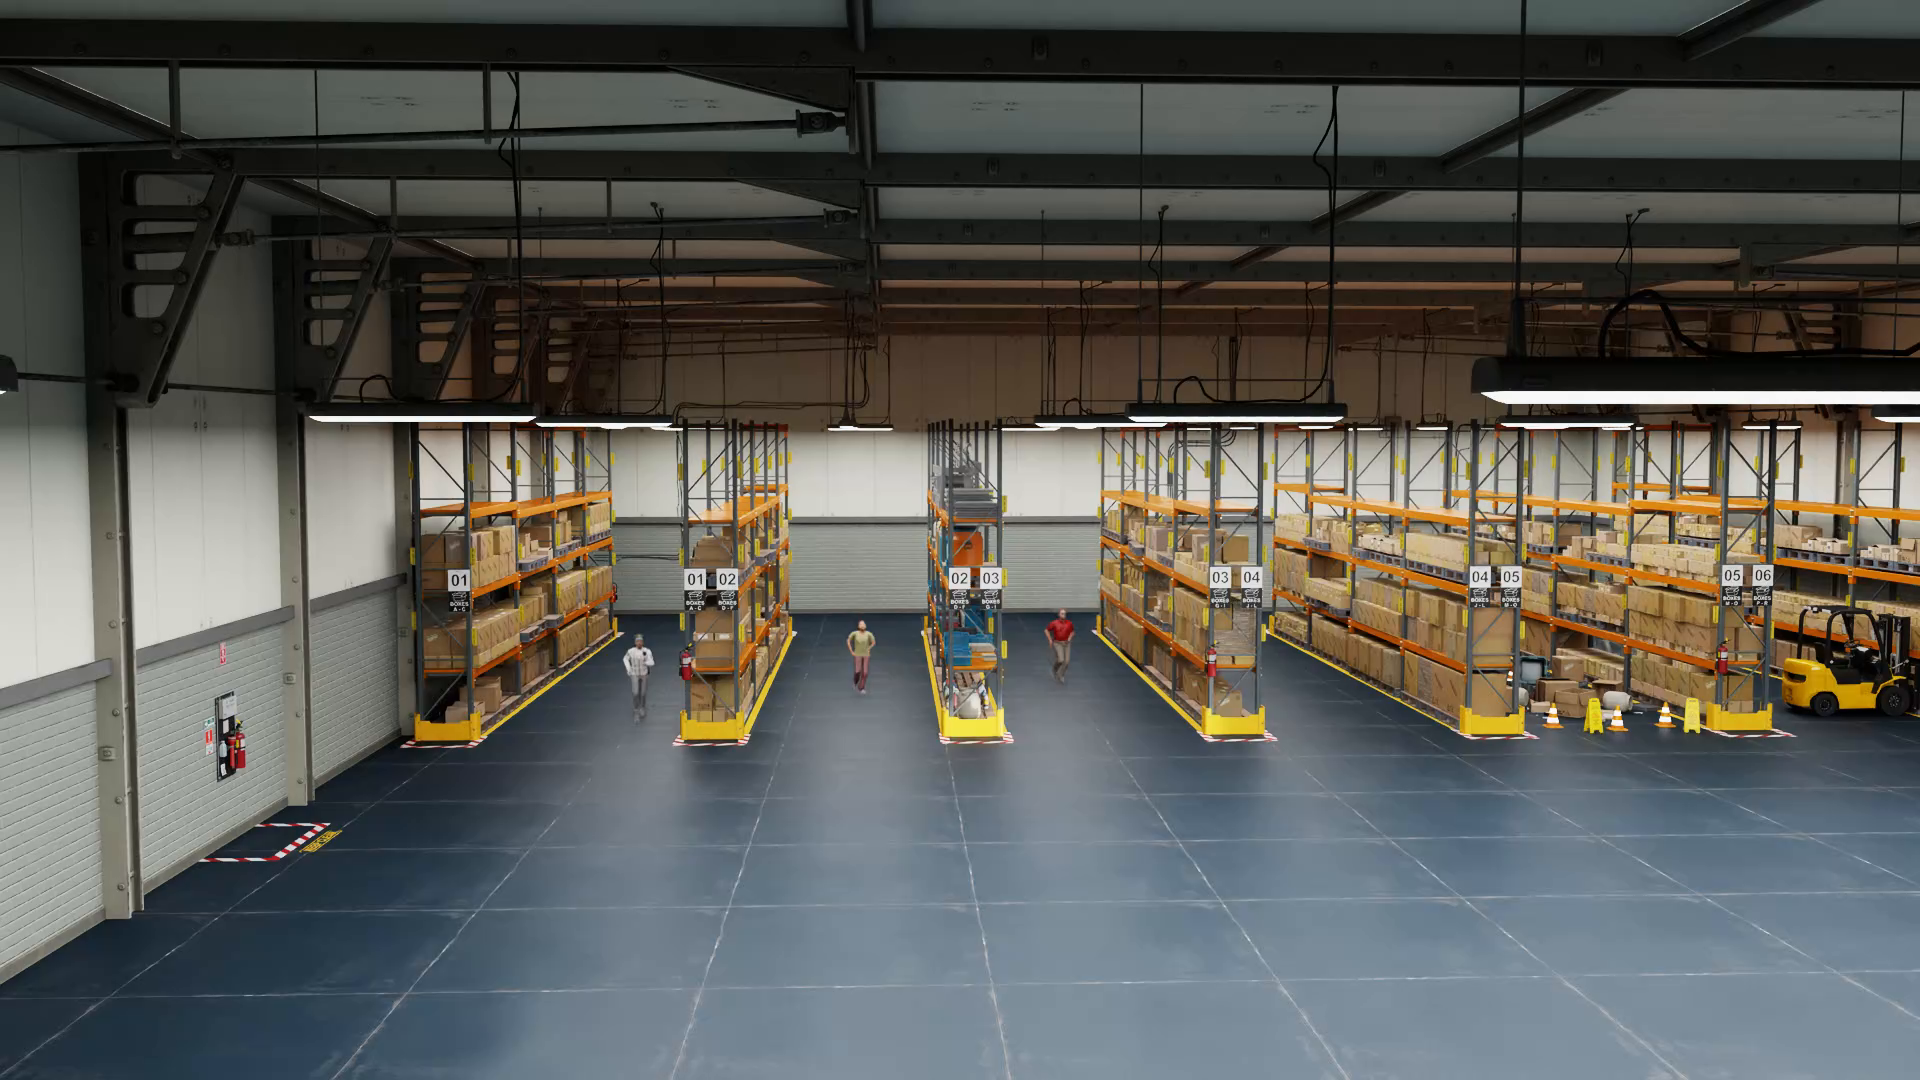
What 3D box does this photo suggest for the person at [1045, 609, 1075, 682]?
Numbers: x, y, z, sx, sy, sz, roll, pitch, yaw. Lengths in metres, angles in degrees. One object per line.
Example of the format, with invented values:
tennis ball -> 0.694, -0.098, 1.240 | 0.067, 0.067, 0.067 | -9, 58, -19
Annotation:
person -> 2.351, 2.433, 38.122 | 0.651, 1.684, 0.602 | -1, 4, -17

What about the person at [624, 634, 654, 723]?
person -> -6.411, 2.748, 33.263 | 0.597, 1.742, 0.701 | -1, 4, -13

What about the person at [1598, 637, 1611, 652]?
person -> 16.303, 2.170, 42.600 | 0.614, 1.697, 0.930 | 0, 4, -2

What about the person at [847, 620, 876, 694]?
person -> -2.149, 2.566, 36.495 | 0.624, 1.638, 0.514 | -1, 4, -9

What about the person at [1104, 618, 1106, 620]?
person -> 4.593, 1.766, 48.738 | 0.887, 1.718, 0.606 | 1, 4, 13
